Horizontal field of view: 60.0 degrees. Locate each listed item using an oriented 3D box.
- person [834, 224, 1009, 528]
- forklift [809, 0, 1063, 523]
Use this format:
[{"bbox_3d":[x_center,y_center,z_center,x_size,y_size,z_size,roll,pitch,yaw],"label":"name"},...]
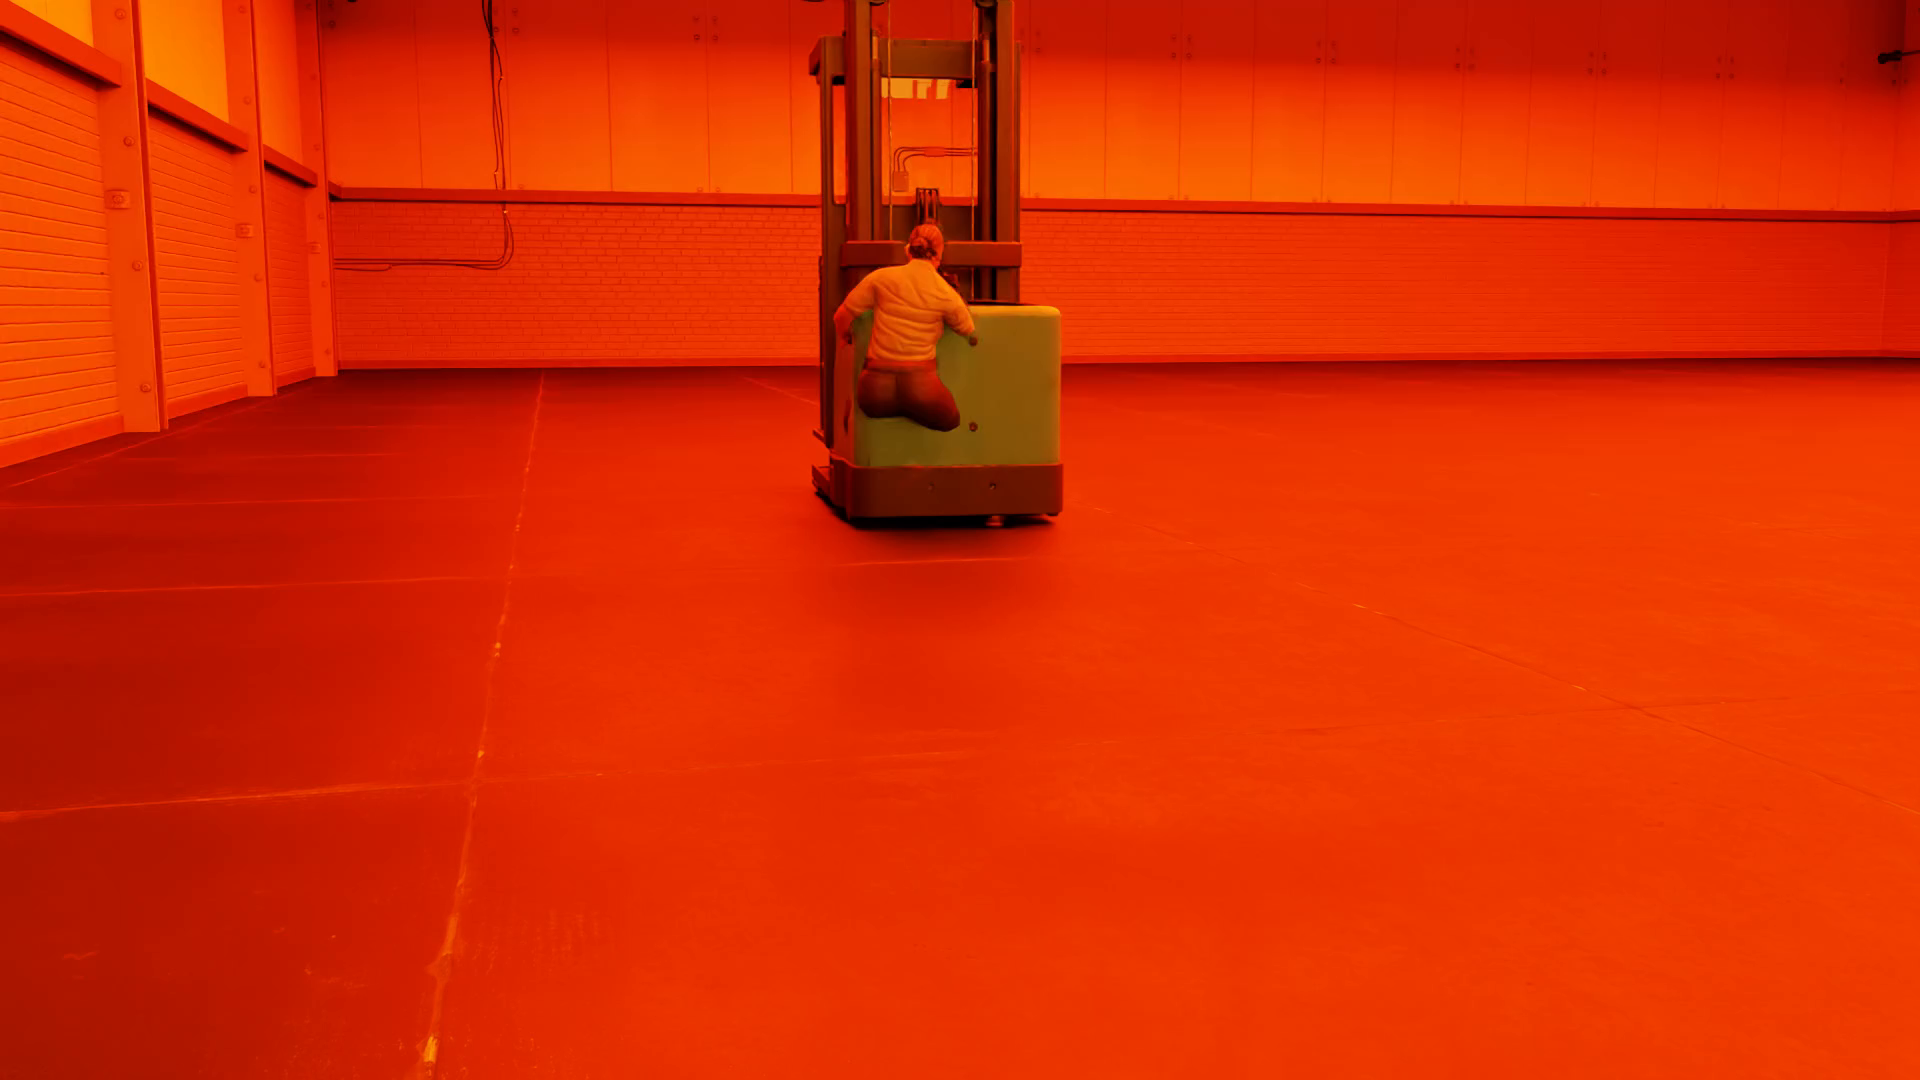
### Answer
[{"bbox_3d":[-0.187,-0.793,8.111,0.840,1.454,0.720,1,8,5],"label":"person"},{"bbox_3d":[-0.256,-1.706,9.320,1.130,2.935,3.031,-1,8,-10],"label":"forklift"}]
